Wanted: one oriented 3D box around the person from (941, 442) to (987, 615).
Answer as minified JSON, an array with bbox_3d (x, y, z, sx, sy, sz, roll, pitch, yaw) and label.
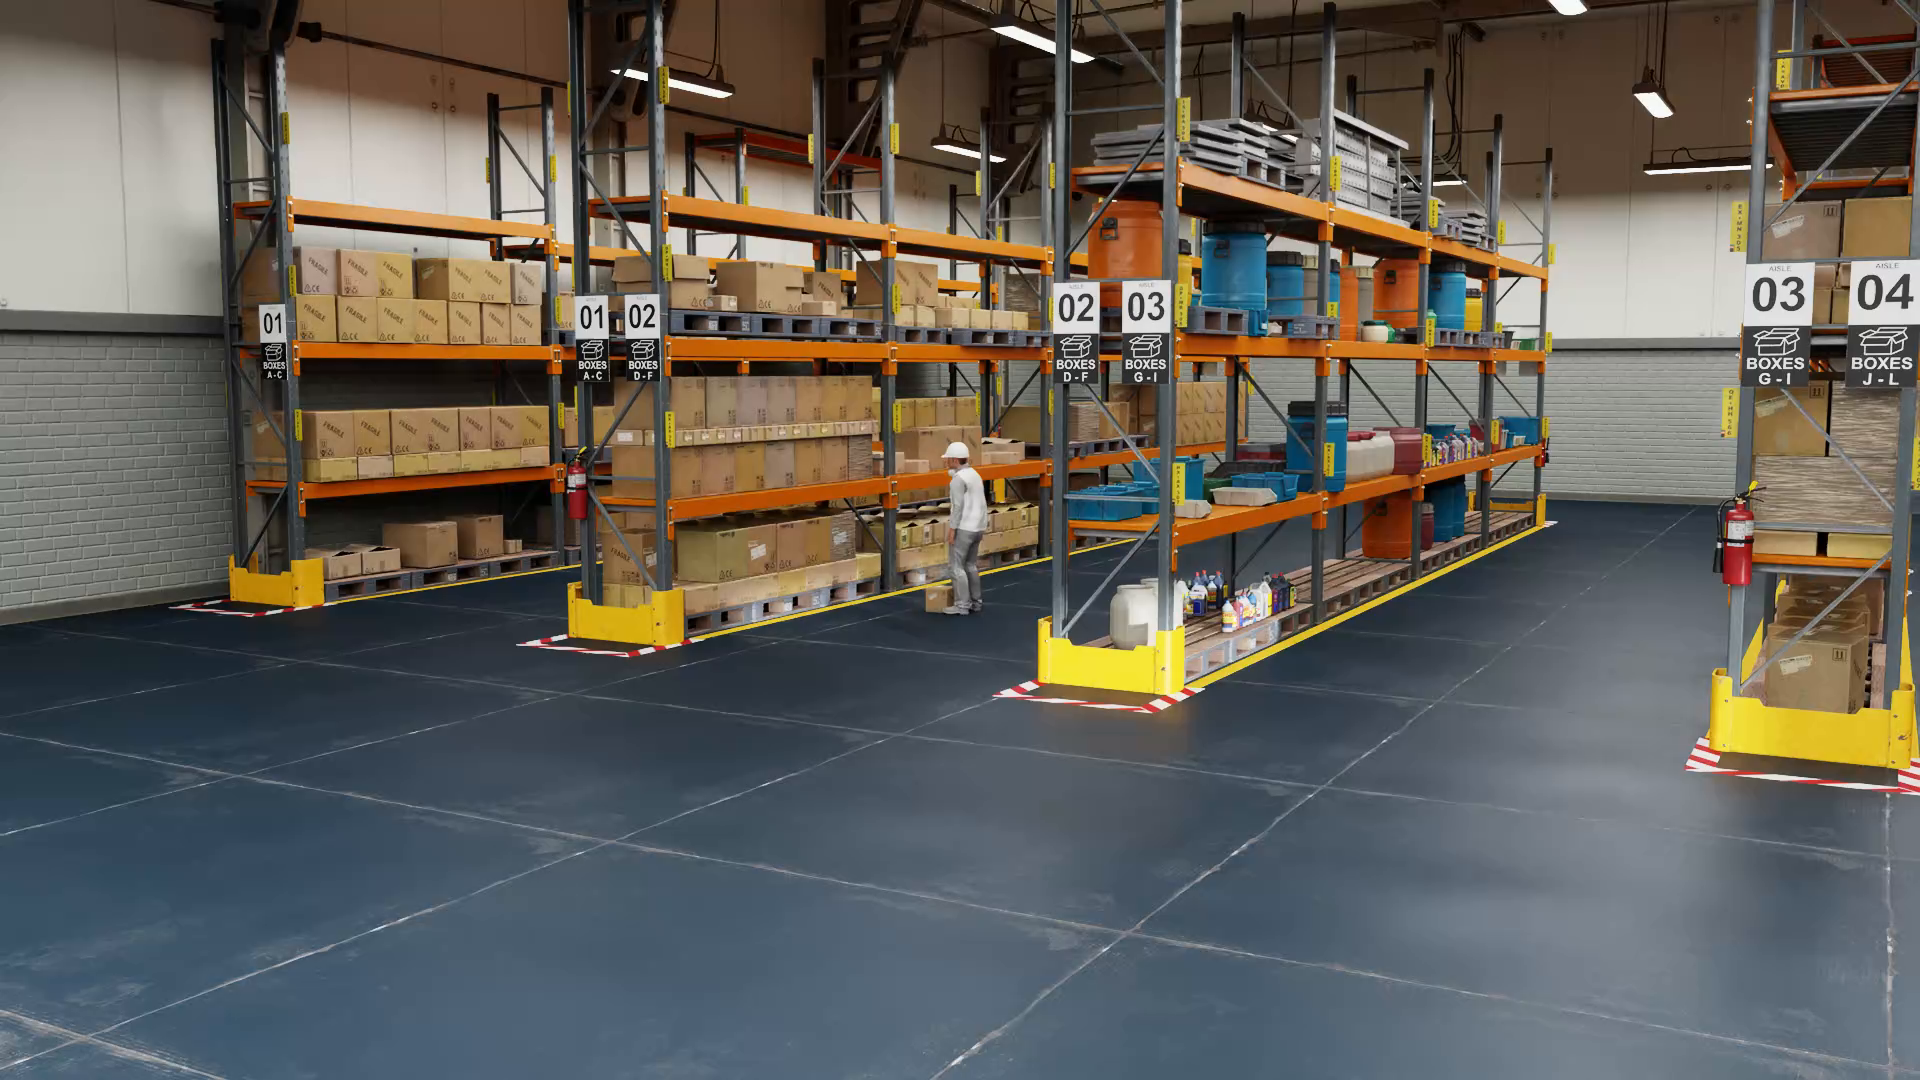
[{"bbox_3d":[0.038,-0.123,17.206,0.462,1.769,0.593,3,7,25],"label":"person"}]
